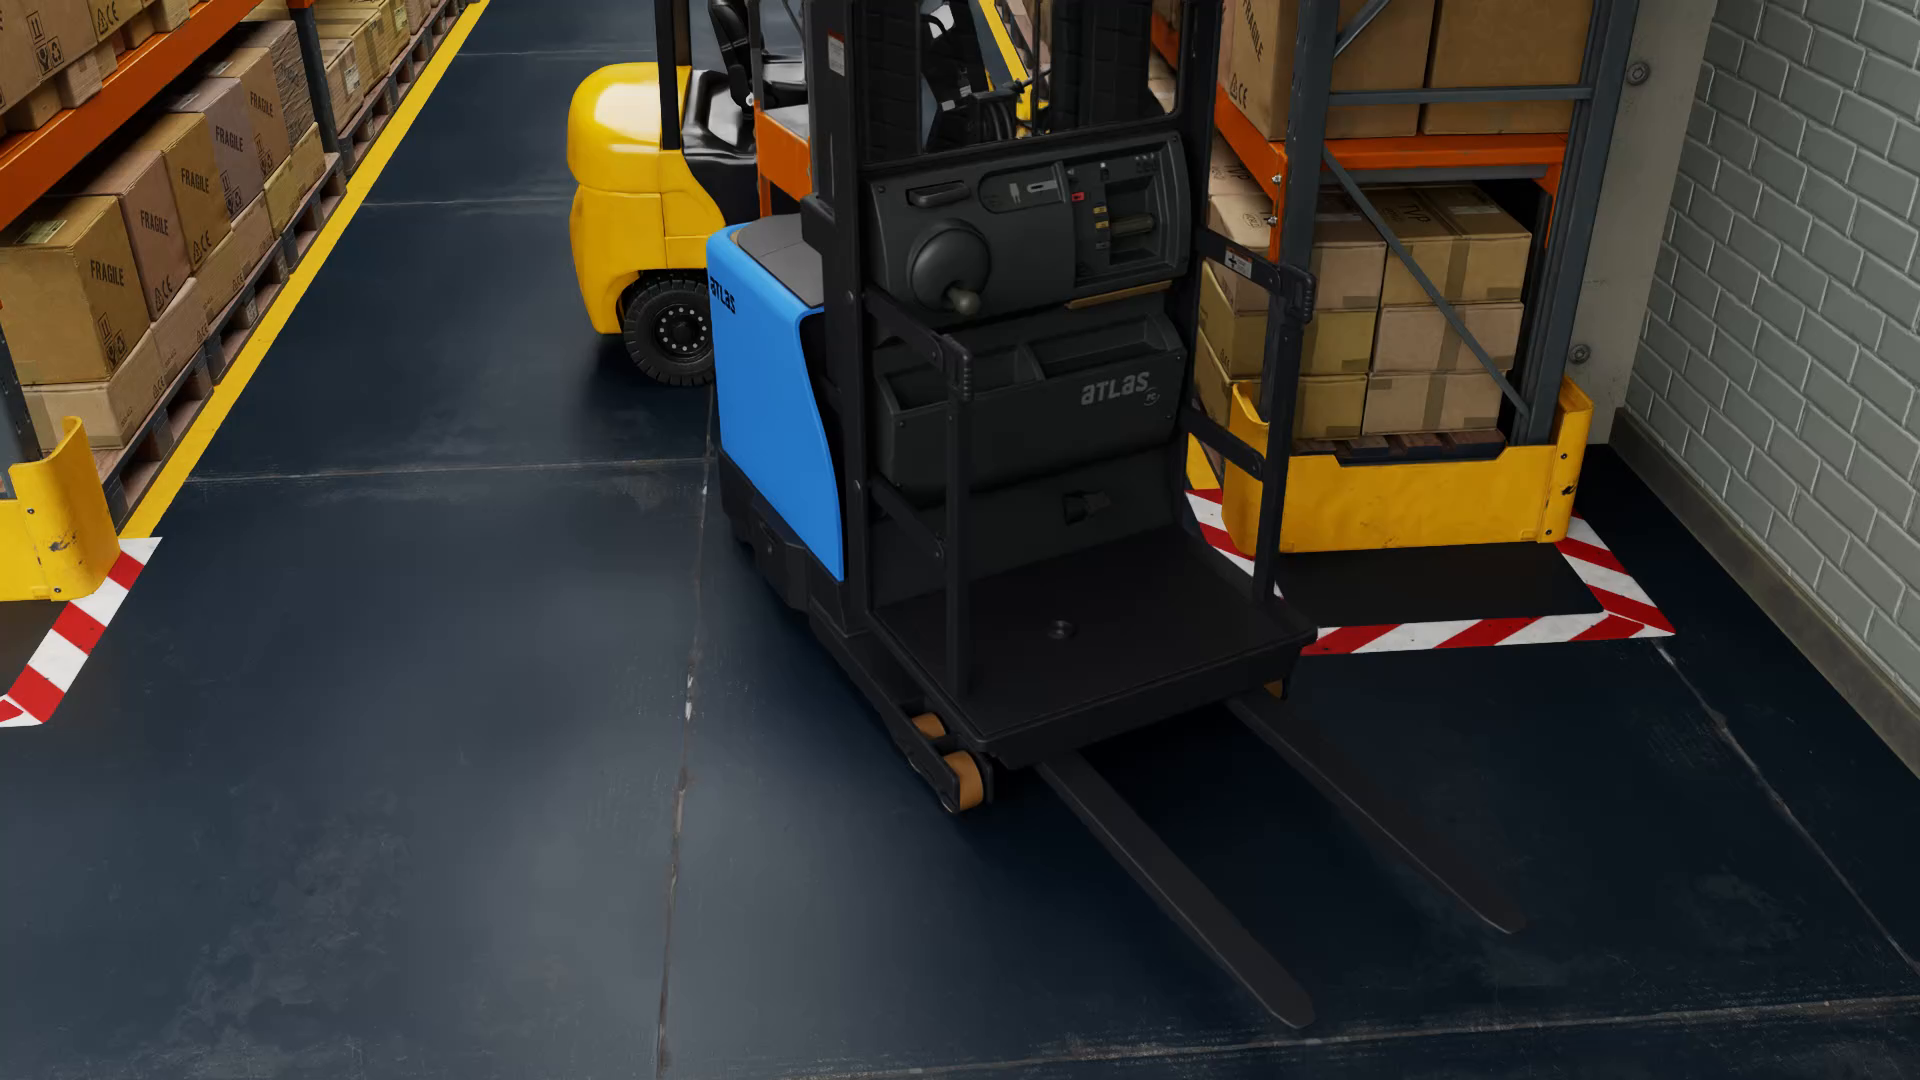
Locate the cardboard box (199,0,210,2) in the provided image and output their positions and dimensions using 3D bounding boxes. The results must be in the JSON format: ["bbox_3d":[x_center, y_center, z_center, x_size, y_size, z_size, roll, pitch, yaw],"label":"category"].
[{"bbox_3d":[-3.368,-2.382,7.059,0.380,0.149,0.250,-3,31,-5],"label":"cardboard box"}]

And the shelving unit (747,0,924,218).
[{"bbox_3d":[-0.425,-1.258,5.809,0.431,2.100,0.503,-15,34,-24],"label":"shelving unit"}]

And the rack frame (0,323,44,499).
[{"bbox_3d":[-3.426,-1.116,4.694,1.000,3.000,0.127,-3,31,-5],"label":"rack frame"}]

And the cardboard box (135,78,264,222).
[{"bbox_3d":[-3.379,-1.671,7.163,0.500,0.500,0.500,-1,31,-2],"label":"cardboard box"}]

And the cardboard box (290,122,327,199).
[{"bbox_3d":[-3.477,-1.869,8.226,0.500,0.250,0.500,-1,31,-2],"label":"cardboard box"}]

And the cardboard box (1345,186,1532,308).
[{"bbox_3d":[1.659,-1.039,5.862,0.500,0.250,0.500,-3,31,-5],"label":"cardboard box"}]

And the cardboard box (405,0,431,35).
[{"bbox_3d":[-4.054,-3.587,10.984,0.950,0.372,0.625,-3,31,-6],"label":"cardboard box"}]

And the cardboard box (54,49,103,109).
[{"bbox_3d":[-3.211,-1.591,5.733,0.380,0.149,0.250,-2,31,-4],"label":"cardboard box"}]

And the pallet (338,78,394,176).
[{"bbox_3d":[-3.874,-2.359,9.493,1.003,0.211,1.213,-3,31,-5],"label":"pallet"}]

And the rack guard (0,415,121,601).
[{"bbox_3d":[-3.433,-0.082,5.400,1.175,0.500,0.348,-3,31,-5],"label":"rack guard"}]

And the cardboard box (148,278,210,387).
[{"bbox_3d":[-3.266,-0.802,6.440,0.500,0.250,0.500,-2,31,-3],"label":"cardboard box"}]

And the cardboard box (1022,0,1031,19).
[{"bbox_3d":[0.882,-3.949,11.342,0.875,0.625,0.625,-2,31,-3],"label":"cardboard box"}]

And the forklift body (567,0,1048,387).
[{"bbox_3d":[-0.478,-1.872,6.787,2.313,2.155,1.214,-3,31,-5],"label":"forklift body"}]

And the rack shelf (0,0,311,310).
[{"bbox_3d":[-3.613,-1.828,6.588,1.077,0.370,4.000,-3,31,-5],"label":"rack shelf"}]

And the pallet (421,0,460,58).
[{"bbox_3d":[-4.102,-3.604,11.579,1.003,0.211,1.213,-3,31,-5],"label":"pallet"}]

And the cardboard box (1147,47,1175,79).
[{"bbox_3d":[0.970,-2.050,7.554,0.500,0.250,0.500,-2,31,-3],"label":"cardboard box"}]

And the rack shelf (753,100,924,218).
[{"bbox_3d":[-0.425,-1.247,5.816,0.431,0.518,0.480,-15,34,-24],"label":"rack shelf"}]

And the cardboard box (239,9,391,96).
[{"bbox_3d":[-3.922,-2.845,9.741,0.950,0.372,0.625,-1,31,-1],"label":"cardboard box"}]

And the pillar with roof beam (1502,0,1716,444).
[{"bbox_3d":[-1.938,-4.124,3.879,9.100,9.000,0.400,-3,31,-5],"label":"pillar with roof beam"}]

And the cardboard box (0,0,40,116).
[{"bbox_3d":[-3.194,-1.542,5.019,0.500,0.500,0.500,-3,31,-5],"label":"cardboard box"}]

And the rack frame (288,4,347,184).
[{"bbox_3d":[-3.800,-3.158,8.113,1.000,3.000,0.127,-3,31,-5],"label":"rack frame"}]

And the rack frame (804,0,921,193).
[{"bbox_3d":[-0.311,-1.148,5.624,0.400,2.100,0.015,-15,34,-24],"label":"rack frame"}]

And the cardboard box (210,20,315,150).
[{"bbox_3d":[-3.477,-2.191,8.034,0.500,0.500,0.500,-3,31,-5],"label":"cardboard box"}]

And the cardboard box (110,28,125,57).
[{"bbox_3d":[-3.353,-1.854,6.173,0.380,0.149,0.250,-2,31,-3],"label":"cardboard box"}]

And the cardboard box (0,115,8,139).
[{"bbox_3d":[-3.289,-1.320,5.280,0.380,0.149,0.250,-2,31,-4],"label":"cardboard box"}]

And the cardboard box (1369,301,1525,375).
[{"bbox_3d":[1.679,-0.820,5.983,0.500,0.250,0.500,-2,31,-4],"label":"cardboard box"}]

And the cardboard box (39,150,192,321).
[{"bbox_3d":[-3.282,-1.142,6.277,0.500,0.500,0.500,-4,31,-6],"label":"cardboard box"}]

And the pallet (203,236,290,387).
[{"bbox_3d":[-3.585,-0.996,7.211,1.003,0.211,1.213,-3,31,-5],"label":"pallet"}]

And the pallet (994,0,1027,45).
[{"bbox_3d":[0.806,-3.821,11.941,1.003,0.211,1.213,-3,31,-5],"label":"pallet"}]

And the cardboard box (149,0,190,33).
[{"bbox_3d":[-3.314,-2.121,6.621,0.380,0.149,0.250,-2,31,-4],"label":"cardboard box"}]

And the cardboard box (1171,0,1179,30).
[{"bbox_3d":[1.121,-2.164,6.351,0.500,0.500,0.500,-3,31,-6],"label":"cardboard box"}]

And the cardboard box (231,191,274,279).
[{"bbox_3d":[-3.374,-1.338,7.337,0.500,0.250,0.500,-2,31,-4],"label":"cardboard box"}]

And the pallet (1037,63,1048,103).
[{"bbox_3d":[1.034,-2.575,9.856,1.003,0.211,1.213,-3,31,-5],"label":"pallet"}]

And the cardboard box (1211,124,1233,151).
[{"bbox_3d":[1.052,-1.523,6.671,0.500,0.250,0.500,-2,31,-4],"label":"cardboard box"}]

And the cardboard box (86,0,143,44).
[{"bbox_3d":[-3.294,-2.066,5.897,0.500,0.500,0.500,-3,31,-6],"label":"cardboard box"}]

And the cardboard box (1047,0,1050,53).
[{"bbox_3d":[1.017,-3.221,10.124,0.875,0.625,0.625,-3,31,-5],"label":"cardboard box"}]

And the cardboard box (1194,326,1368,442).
[{"bbox_3d":[1.157,-0.581,6.069,0.500,0.250,0.500,-3,31,-4],"label":"cardboard box"}]

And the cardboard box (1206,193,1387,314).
[{"bbox_3d":[1.162,-1.005,5.805,0.500,0.250,0.500,-2,31,-3],"label":"cardboard box"}]

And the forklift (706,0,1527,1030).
[{"bbox_3d":[0.305,-0.784,4.204,1.130,2.935,3.031,-15,34,-24],"label":"forklift"}]

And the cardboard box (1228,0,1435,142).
[{"bbox_3d":[1.208,-1.638,5.469,0.500,0.500,0.500,-3,31,-6],"label":"cardboard box"}]
